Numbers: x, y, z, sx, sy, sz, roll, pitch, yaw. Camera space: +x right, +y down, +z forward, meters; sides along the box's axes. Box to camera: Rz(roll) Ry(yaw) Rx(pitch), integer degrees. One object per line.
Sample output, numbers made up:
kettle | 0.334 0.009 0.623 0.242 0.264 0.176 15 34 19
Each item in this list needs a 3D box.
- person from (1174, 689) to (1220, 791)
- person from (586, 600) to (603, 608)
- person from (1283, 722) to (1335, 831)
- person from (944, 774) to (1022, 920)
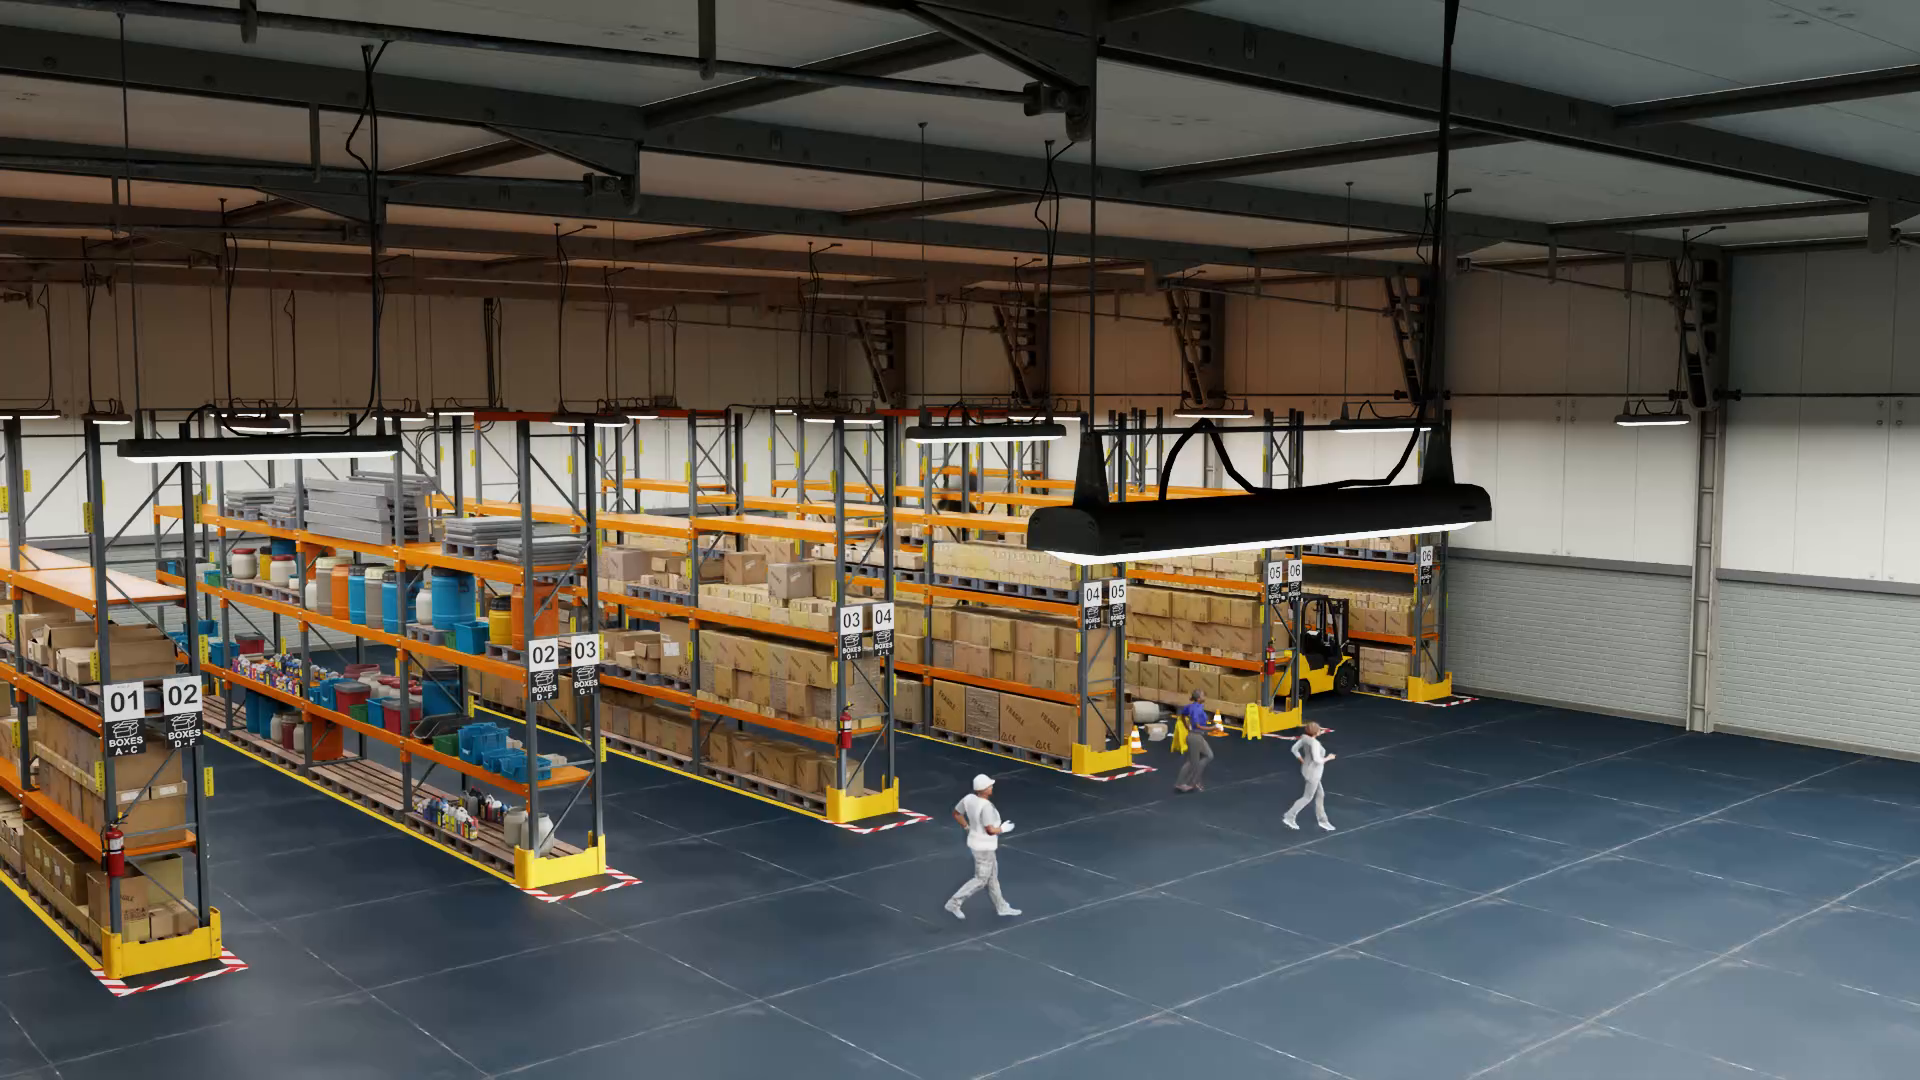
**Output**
person | 3.768 3.205 26.443 0.706 1.689 0.571 1 5 7
person | -8.964 1.829 40.988 0.710 1.748 0.727 -4 7 -40
person | 5.044 3.414 23.937 0.805 1.622 0.531 0 5 -4
person | 0.278 3.667 19.827 1.013 1.765 0.669 -2 5 -20
